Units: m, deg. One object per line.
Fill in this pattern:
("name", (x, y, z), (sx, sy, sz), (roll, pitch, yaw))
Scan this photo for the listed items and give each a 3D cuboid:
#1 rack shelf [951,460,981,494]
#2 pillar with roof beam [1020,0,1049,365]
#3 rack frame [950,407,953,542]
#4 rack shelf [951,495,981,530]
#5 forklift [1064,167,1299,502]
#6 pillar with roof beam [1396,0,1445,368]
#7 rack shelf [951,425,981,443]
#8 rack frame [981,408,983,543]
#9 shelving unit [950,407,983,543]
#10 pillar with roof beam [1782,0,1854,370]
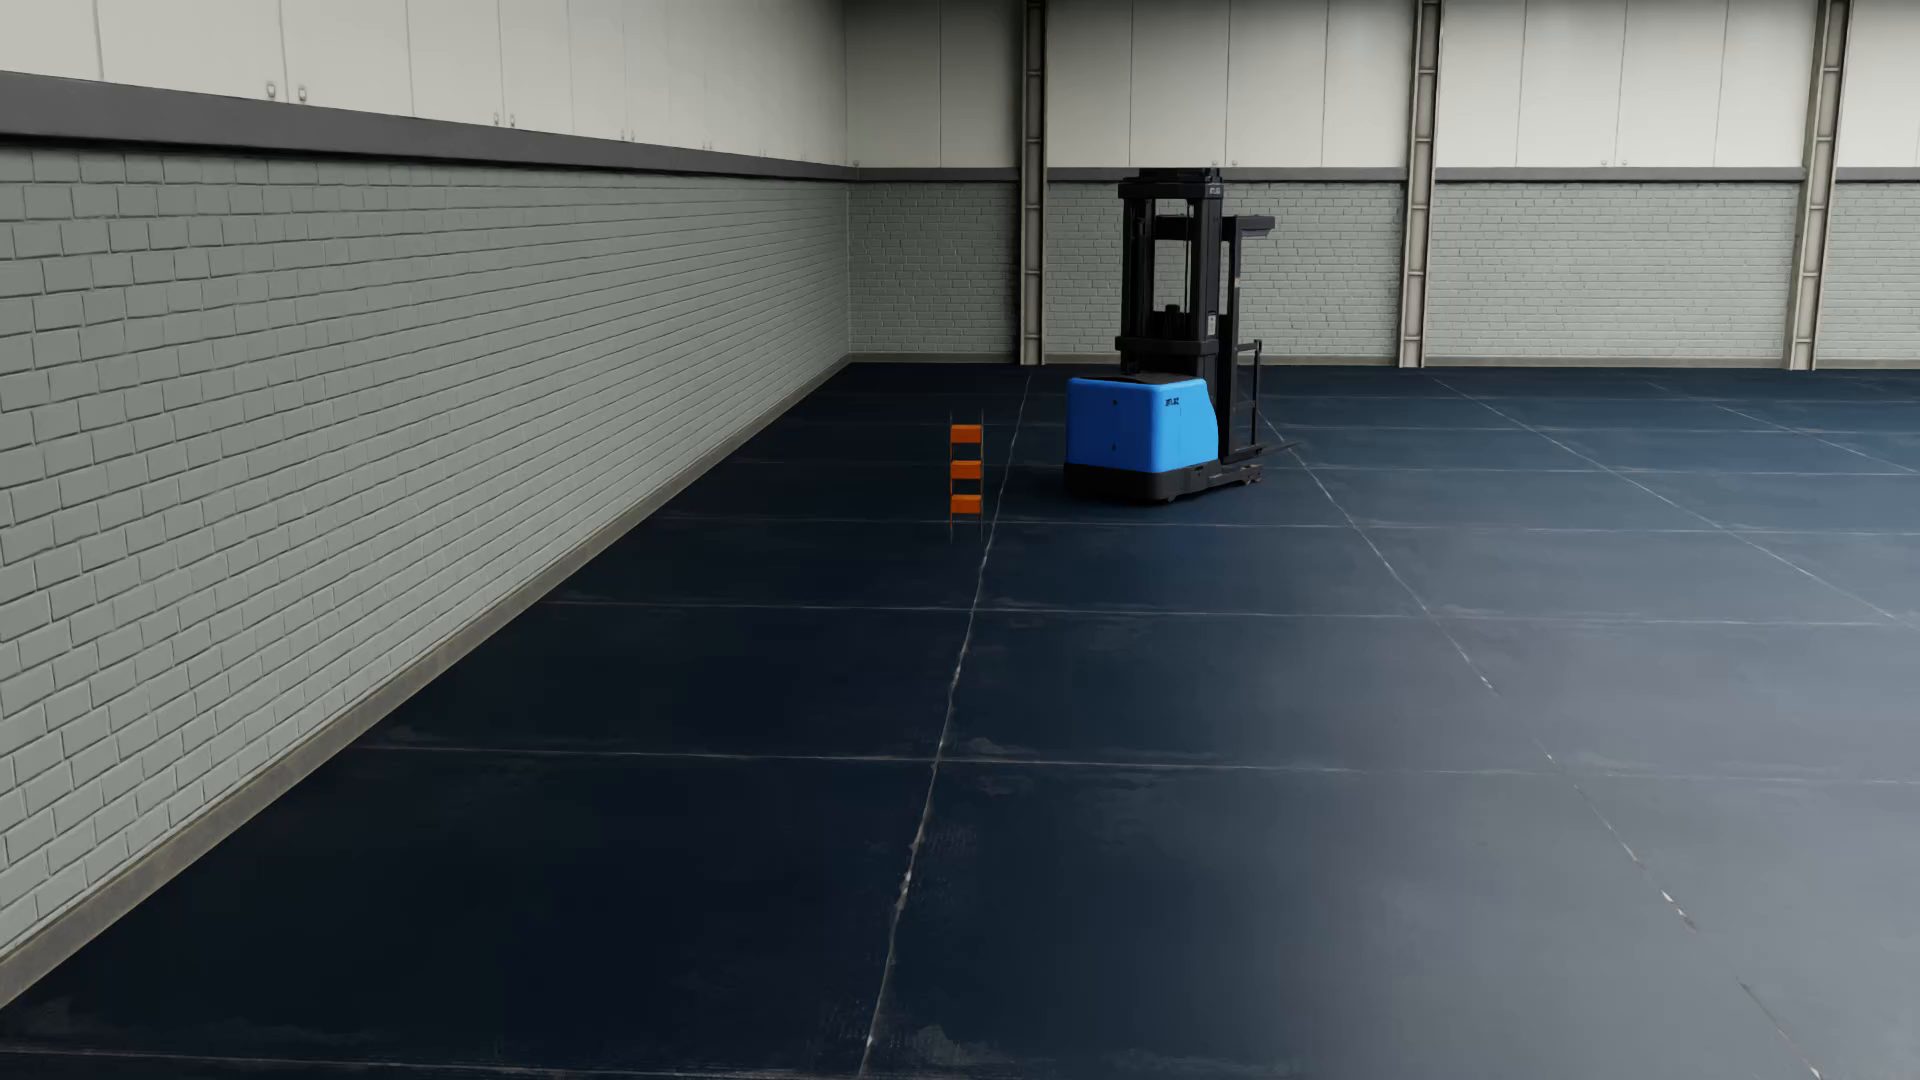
("rack shelf", (0.053, -0.503, 13.159), (0.240, 0.259, 0.215), (1, 12, 4))
("pillar with roof beam", (0.883, -6.368, 21.734), (0.400, 9.000, 9.100), (1, 12, 4))
("rack frame", (-0.068, -0.515, 13.165), (0.008, 1.050, 0.200), (1, 12, 4))
("rack shelf", (0.053, -0.231, 13.216), (0.240, 0.259, 0.215), (1, 12, 4))
("forklift", (2.259, -2.017, 15.750), (1.130, 2.935, 3.031), (9, 15, 38))
("pillar with roof beam", (6.870, -6.286, 21.341), (0.400, 9.000, 9.100), (1, 12, 4))
("rack shelf", (0.053, -0.781, 13.101), (0.240, 0.259, 0.215), (1, 12, 4))
("rack frame", (0.175, -0.511, 13.149), (0.008, 1.050, 0.200), (1, 12, 4))
("shelving unit", (0.053, -0.513, 13.157), (0.252, 1.050, 0.215), (1, 12, 4))
("pillar with roof beam", (12.857, -6.204, 20.949), (0.400, 9.000, 9.100), (1, 12, 4))
